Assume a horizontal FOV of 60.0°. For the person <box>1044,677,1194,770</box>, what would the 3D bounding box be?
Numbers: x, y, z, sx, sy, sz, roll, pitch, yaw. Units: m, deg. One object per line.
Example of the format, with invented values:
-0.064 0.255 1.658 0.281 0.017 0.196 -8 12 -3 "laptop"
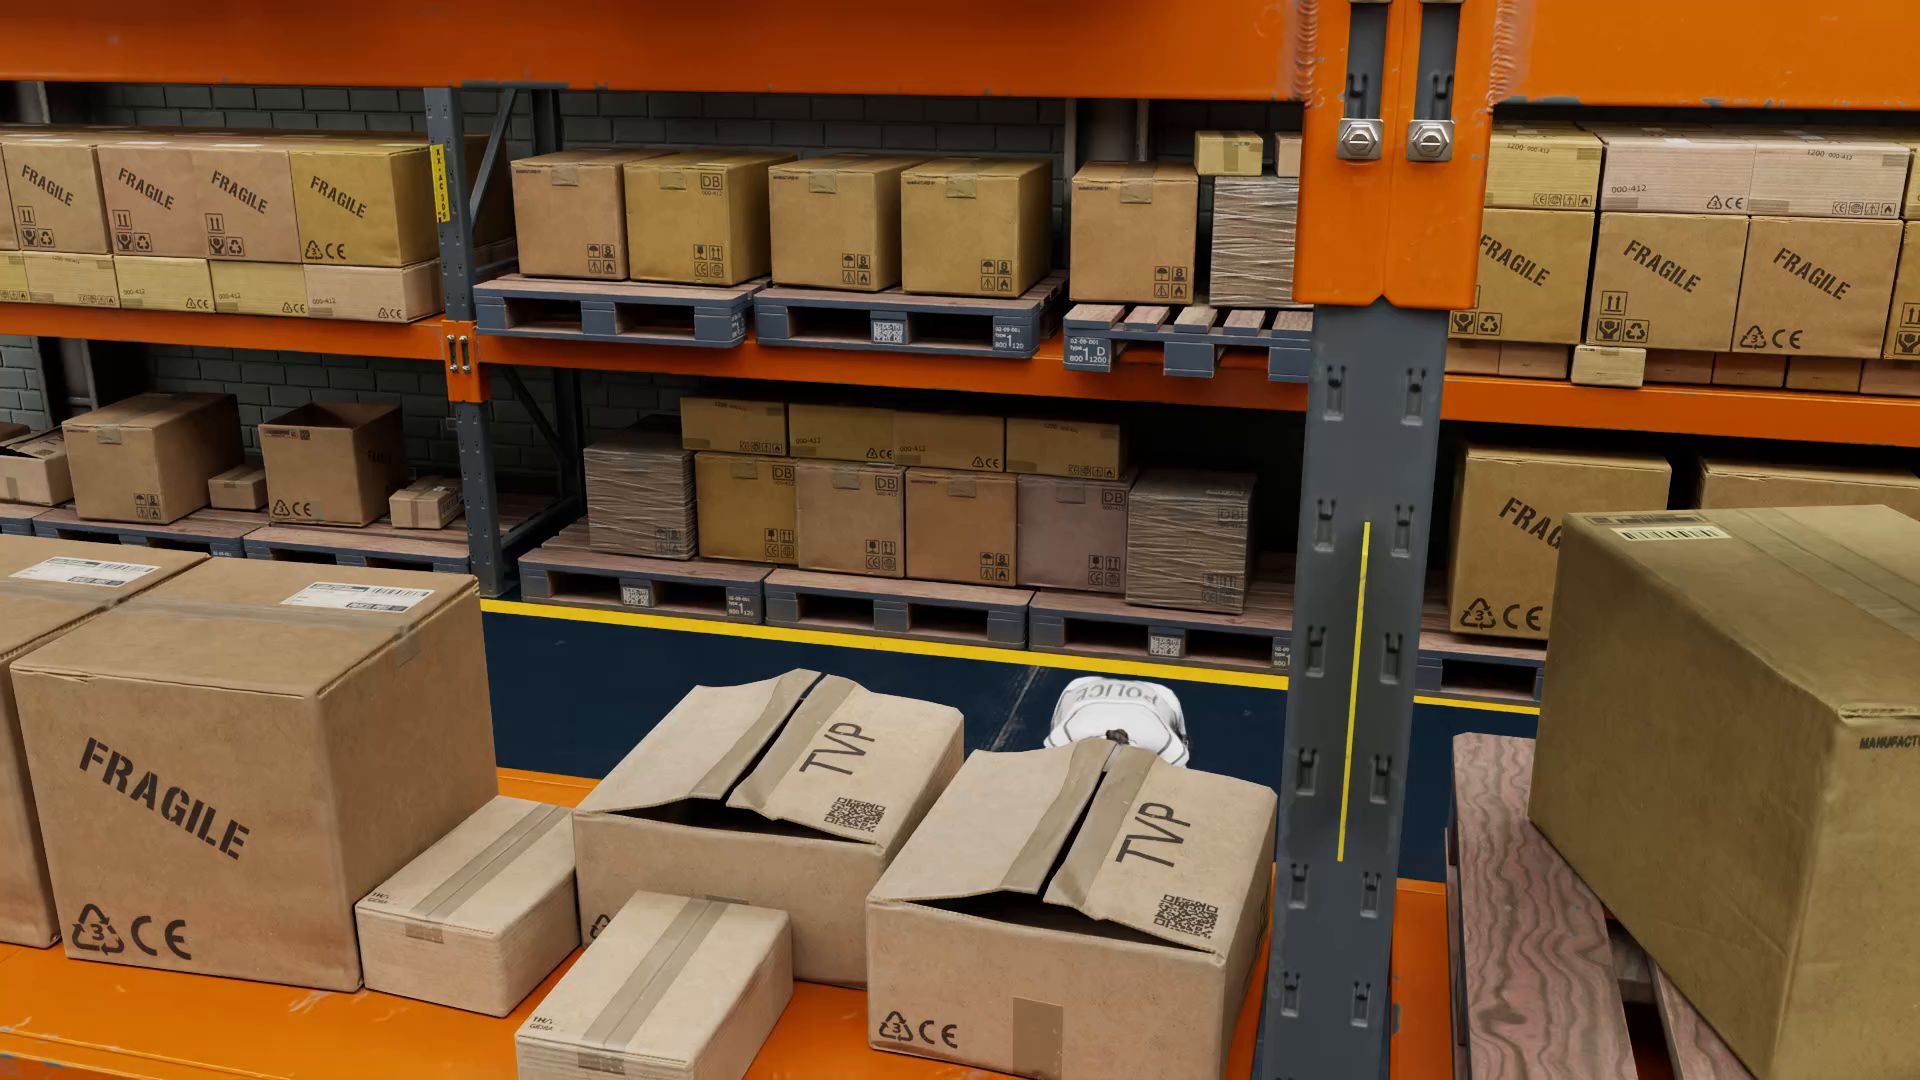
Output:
0.466 0.817 5.118 0.511 0.760 0.922 4 19 12 "person"
